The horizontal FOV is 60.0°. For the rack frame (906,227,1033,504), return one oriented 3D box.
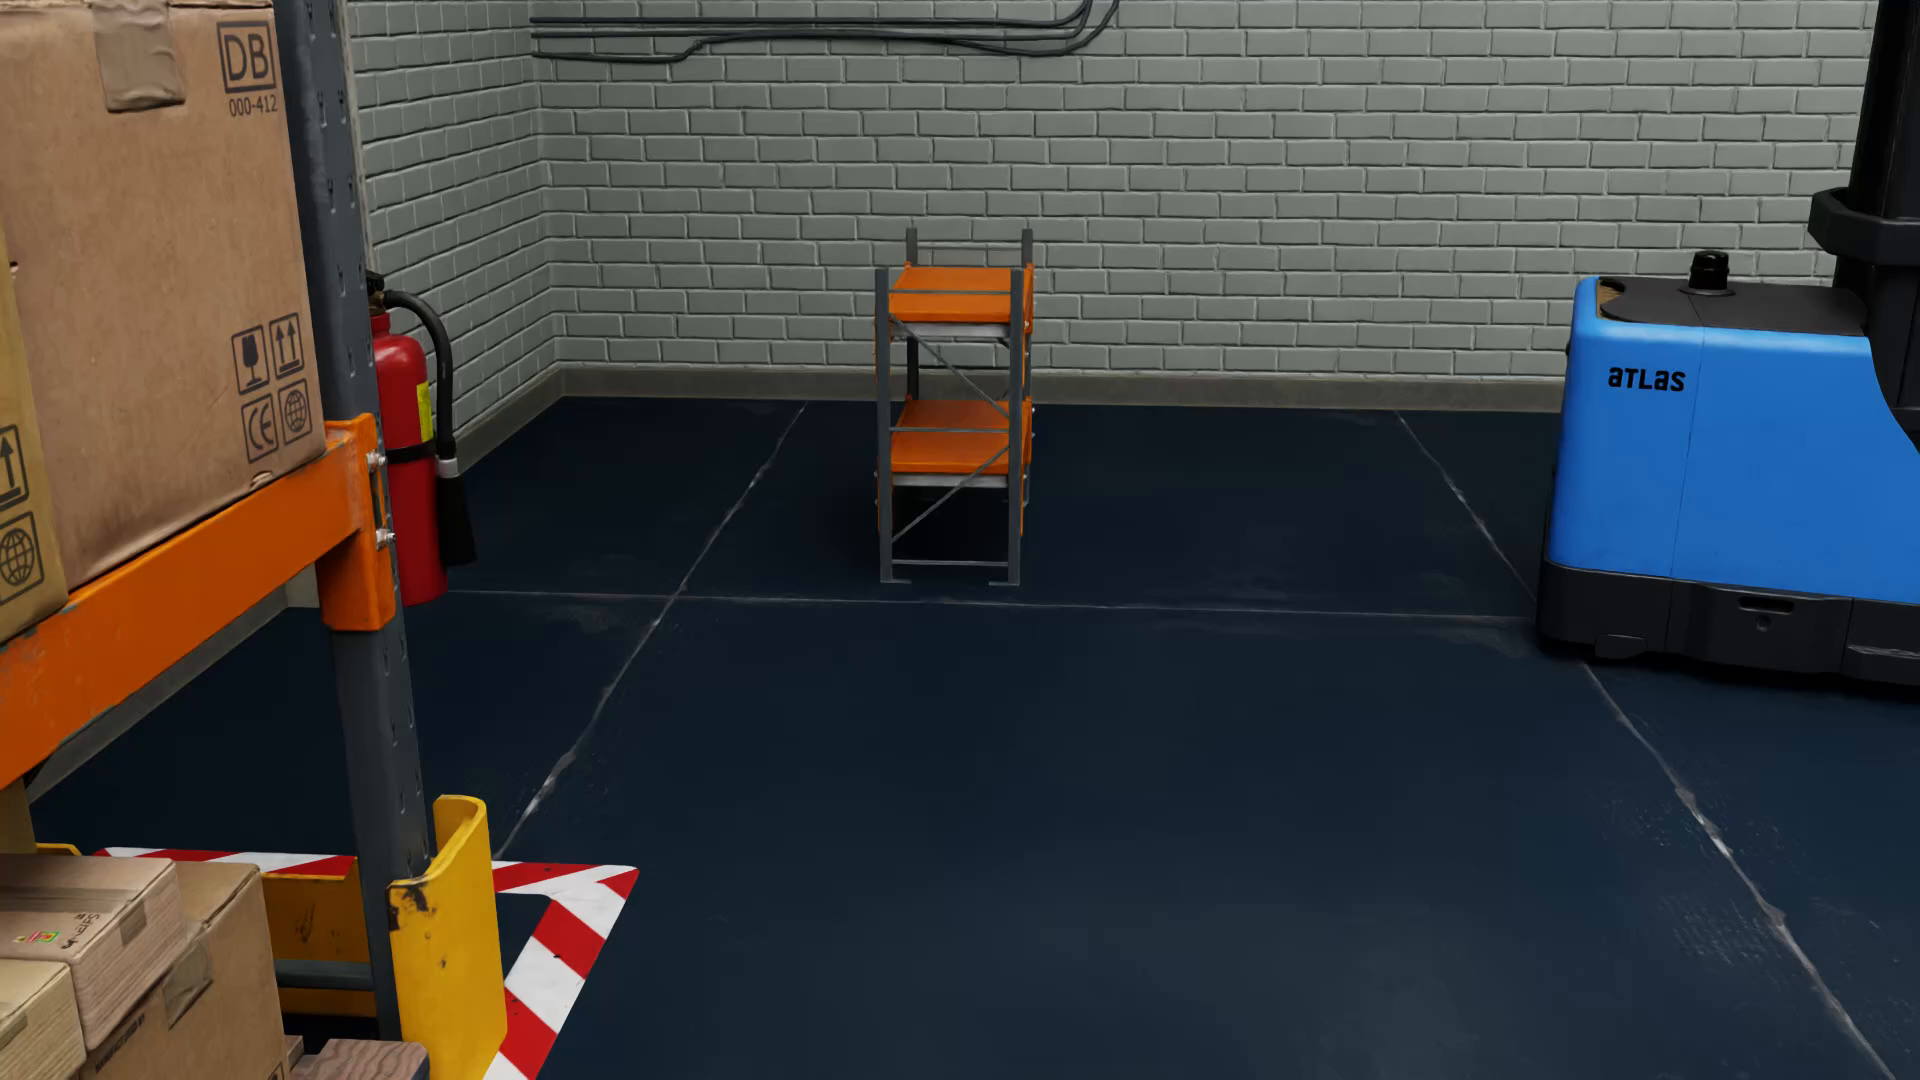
[{"bbox_3d":[0.037,-0.695,6.736,0.500,1.125,0.032,1,18,4],"label":"rack frame"}]

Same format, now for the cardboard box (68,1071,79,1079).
[{"bbox_3d":[-1.498,0.966,1.996,0.700,0.500,0.500,1,18,4],"label":"cardboard box"}]

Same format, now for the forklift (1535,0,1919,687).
[{"bbox_3d":[3.415,-1.009,4.796,3.031,2.935,1.130,6,19,19],"label":"forklift"}]

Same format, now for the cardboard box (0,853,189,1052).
[{"bbox_3d":[-1.289,0.547,2.236,0.380,0.149,0.250,1,18,3],"label":"cardboard box"}]

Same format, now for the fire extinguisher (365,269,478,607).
[{"bbox_3d":[-1.040,-0.220,2.999,0.296,0.674,0.183,1,18,4],"label":"fire extinguisher"}]

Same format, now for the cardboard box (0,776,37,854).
[{"bbox_3d":[-1.653,0.459,2.502,0.380,0.149,0.250,1,18,4],"label":"cardboard box"}]

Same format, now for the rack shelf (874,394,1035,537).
[{"bbox_3d":[0.000,-0.304,6.330,0.538,0.278,1.000,1,18,4],"label":"rack shelf"}]

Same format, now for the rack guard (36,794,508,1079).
[{"bbox_3d":[-1.510,0.783,3.229,1.175,0.500,0.348,1,18,4],"label":"rack guard"}]

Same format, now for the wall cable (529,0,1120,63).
[{"bbox_3d":[-0.750,-3.521,7.703,3.097,2.526,0.112,1,18,4],"label":"wall cable"}]

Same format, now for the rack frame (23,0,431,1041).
[{"bbox_3d":[-1.512,-0.397,2.817,1.000,3.000,0.127,1,18,4],"label":"rack frame"}]

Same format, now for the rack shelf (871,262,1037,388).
[{"bbox_3d":[0.000,-0.815,6.163,0.538,0.278,1.000,1,18,4],"label":"rack shelf"}]

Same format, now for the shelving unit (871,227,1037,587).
[{"bbox_3d":[0.000,-0.537,6.254,0.538,1.125,1.048,1,18,4],"label":"shelving unit"}]

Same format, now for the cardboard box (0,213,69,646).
[{"bbox_3d":[-1.579,-0.155,1.596,0.980,0.700,0.700,1,18,3],"label":"cardboard box"}]

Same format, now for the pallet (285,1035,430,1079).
[{"bbox_3d":[-1.491,1.178,2.488,1.003,0.211,1.213,1,18,4],"label":"pallet"}]

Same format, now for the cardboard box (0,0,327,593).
[{"bbox_3d":[-1.538,-0.381,2.286,0.980,0.700,0.700,2,18,6],"label":"cardboard box"}]

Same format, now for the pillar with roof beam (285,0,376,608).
[{"bbox_3d":[2.113,-4.010,4.208,9.100,9.000,0.400,1,18,4],"label":"pillar with roof beam"}]

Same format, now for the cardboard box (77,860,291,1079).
[{"bbox_3d":[-1.462,0.811,2.471,0.700,0.500,0.500,1,18,4],"label":"cardboard box"}]

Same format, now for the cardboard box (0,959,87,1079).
[{"bbox_3d":[-1.307,0.626,1.993,0.380,0.149,0.250,2,18,5],"label":"cardboard box"}]

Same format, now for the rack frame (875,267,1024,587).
[{"bbox_3d":[-0.036,-0.379,5.772,0.500,1.125,0.032,1,18,4],"label":"rack frame"}]

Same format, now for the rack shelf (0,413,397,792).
[{"bbox_3d":[-1.655,0.566,1.033,1.077,0.370,4.000,1,18,4],"label":"rack shelf"}]
